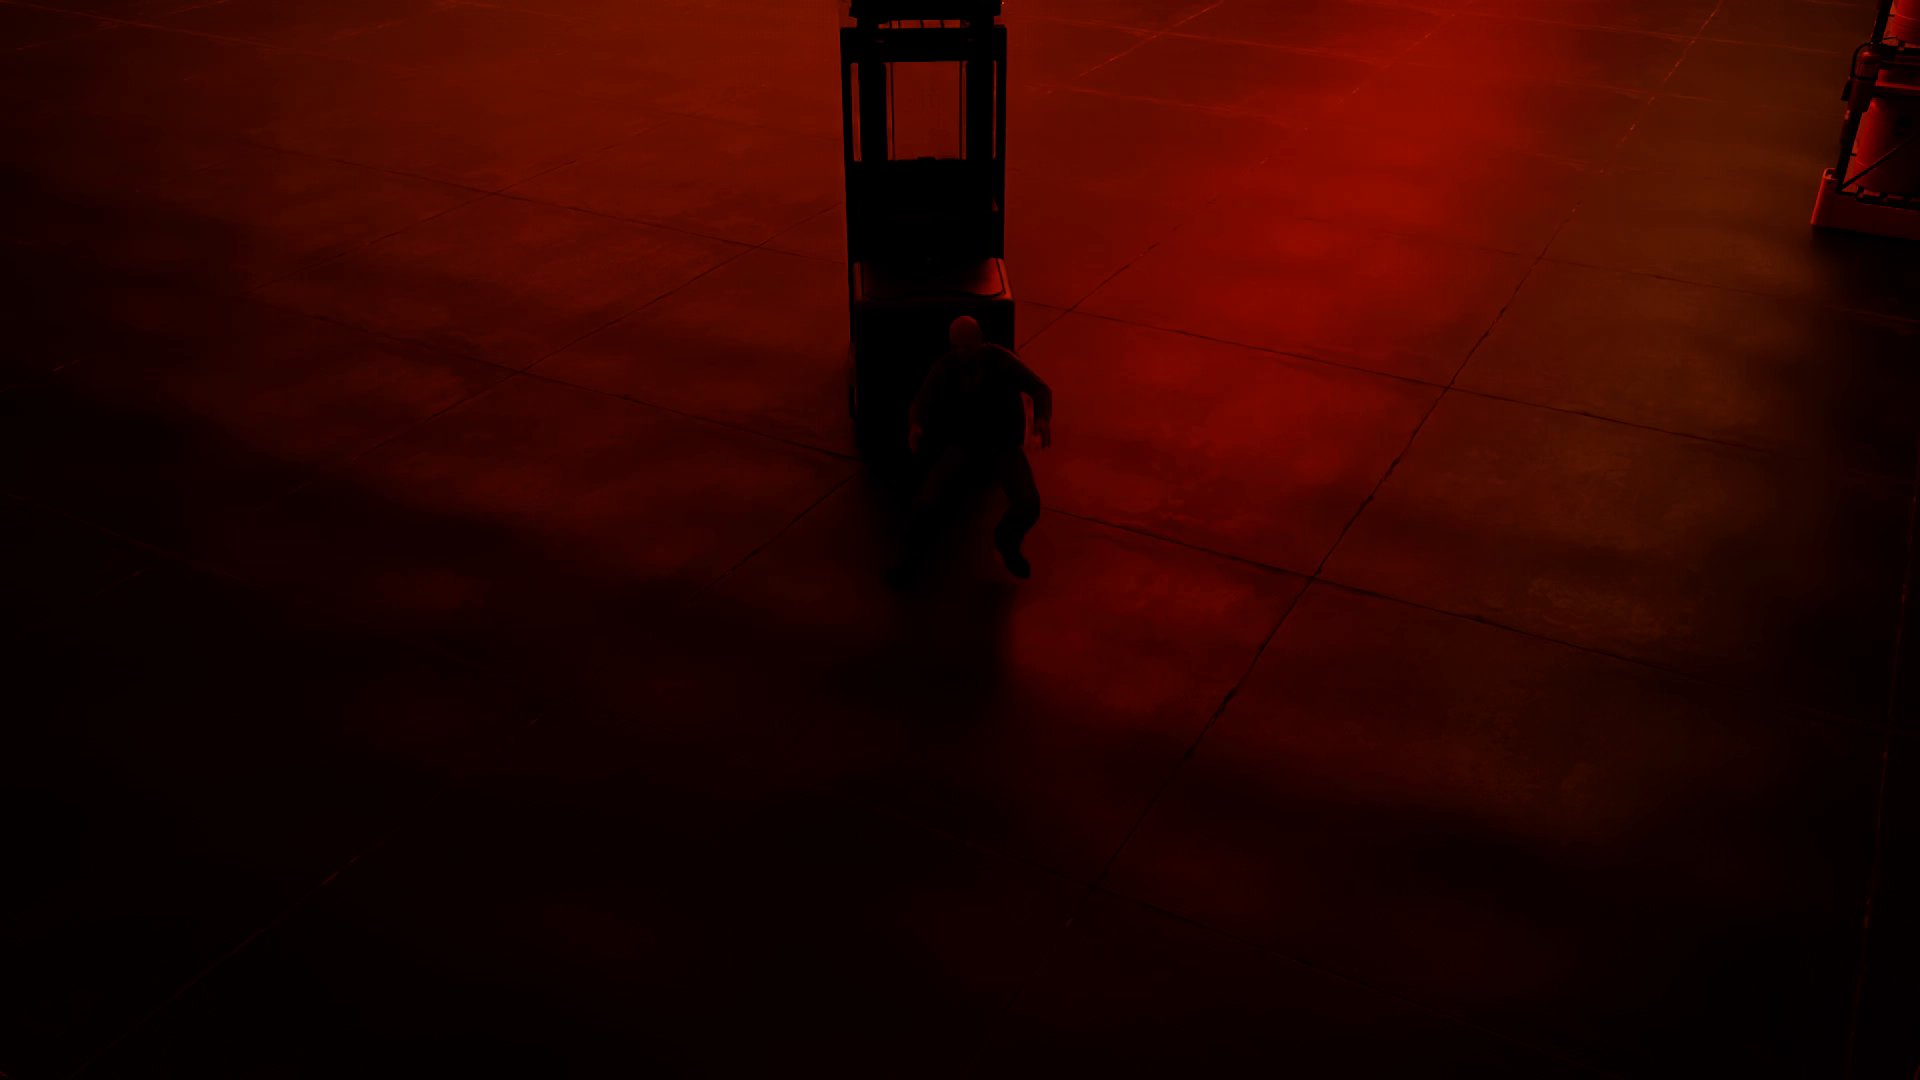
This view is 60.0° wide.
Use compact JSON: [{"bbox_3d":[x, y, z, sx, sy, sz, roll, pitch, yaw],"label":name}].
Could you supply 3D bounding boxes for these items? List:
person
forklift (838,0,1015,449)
[{"bbox_3d":[0.072,-0.492,9.337,0.949,1.522,0.770,7,31,12],"label":"person"},{"bbox_3d":[-0.257,-2.570,11.524,1.130,2.935,3.031,-2,30,-3],"label":"forklift"}]
